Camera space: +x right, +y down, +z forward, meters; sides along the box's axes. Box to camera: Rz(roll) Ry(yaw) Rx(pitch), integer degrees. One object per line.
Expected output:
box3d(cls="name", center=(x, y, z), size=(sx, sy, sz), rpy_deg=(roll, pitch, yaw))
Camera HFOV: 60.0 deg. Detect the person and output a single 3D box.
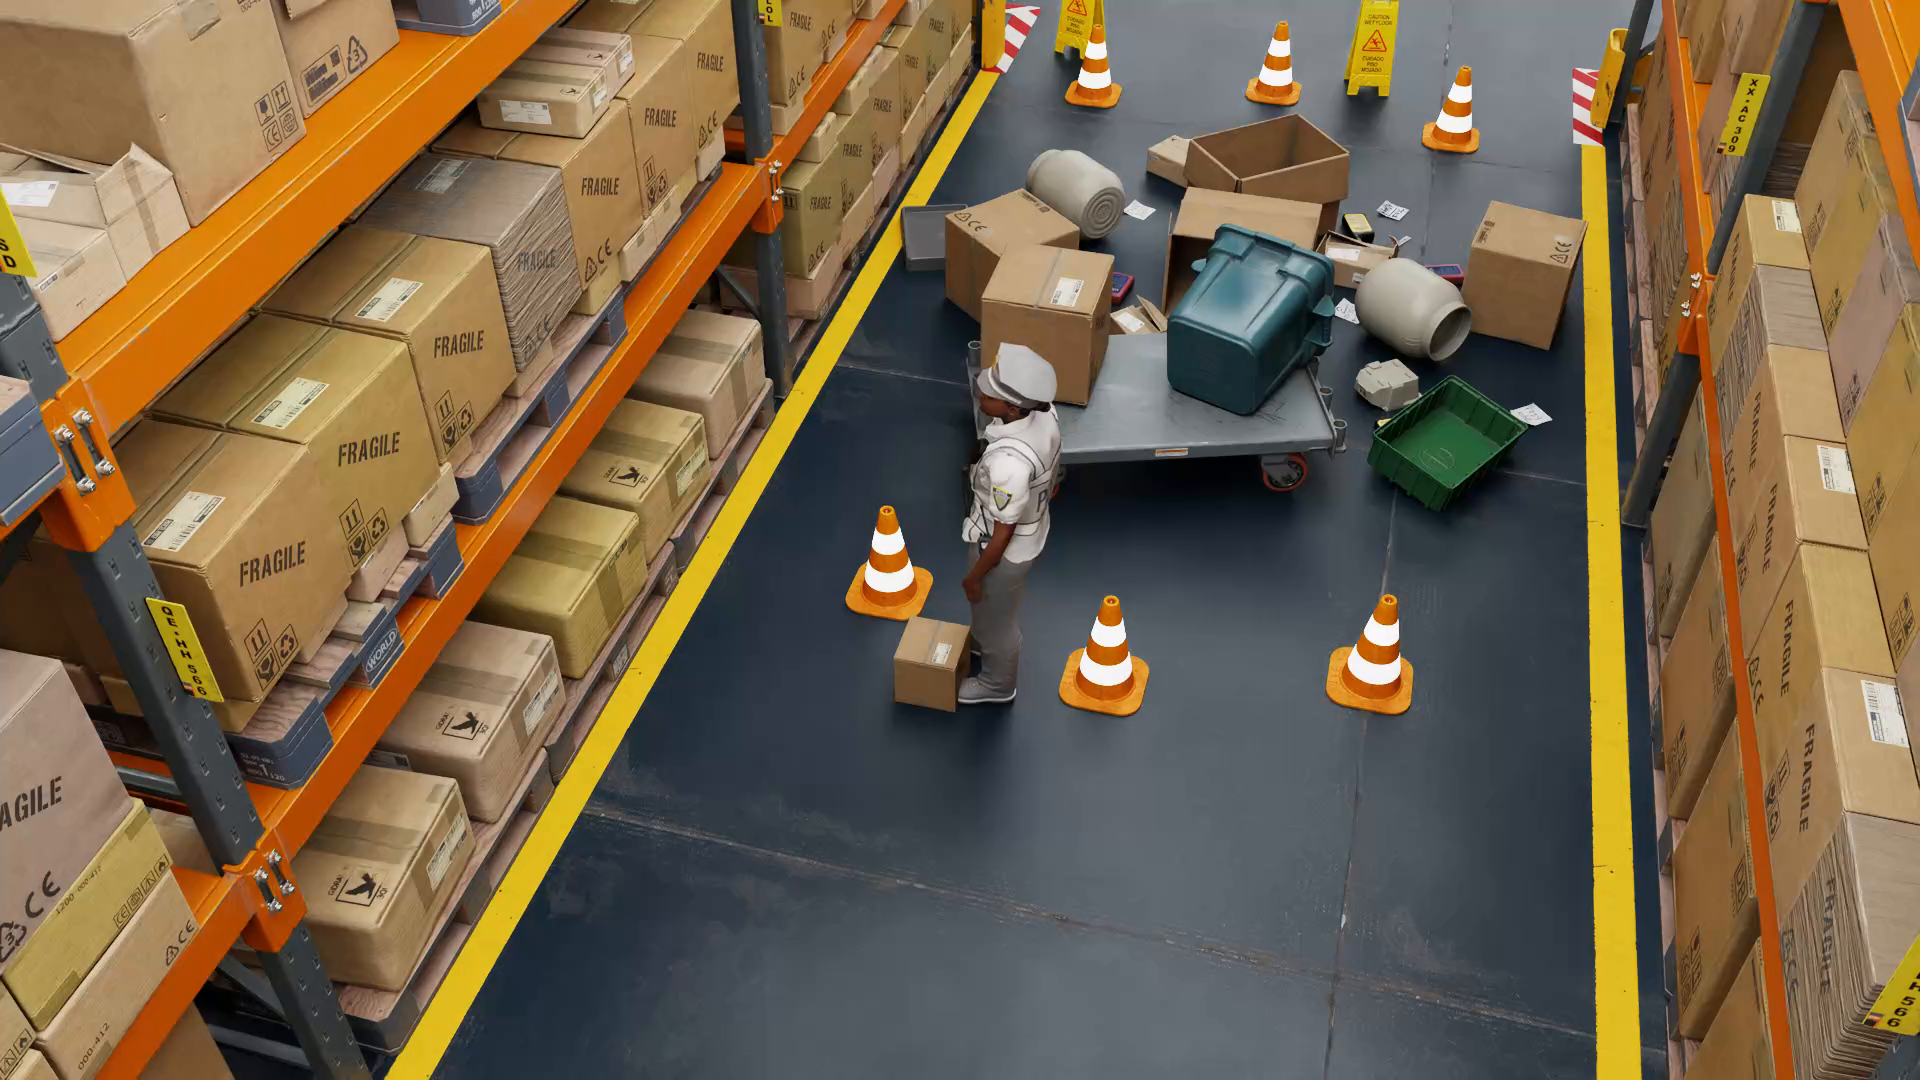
box3d(cls="person", center=(0.096, -0.040, 6.165), size=(0.530, 1.695, 0.570), rpy_deg=(10, 42, 11))
